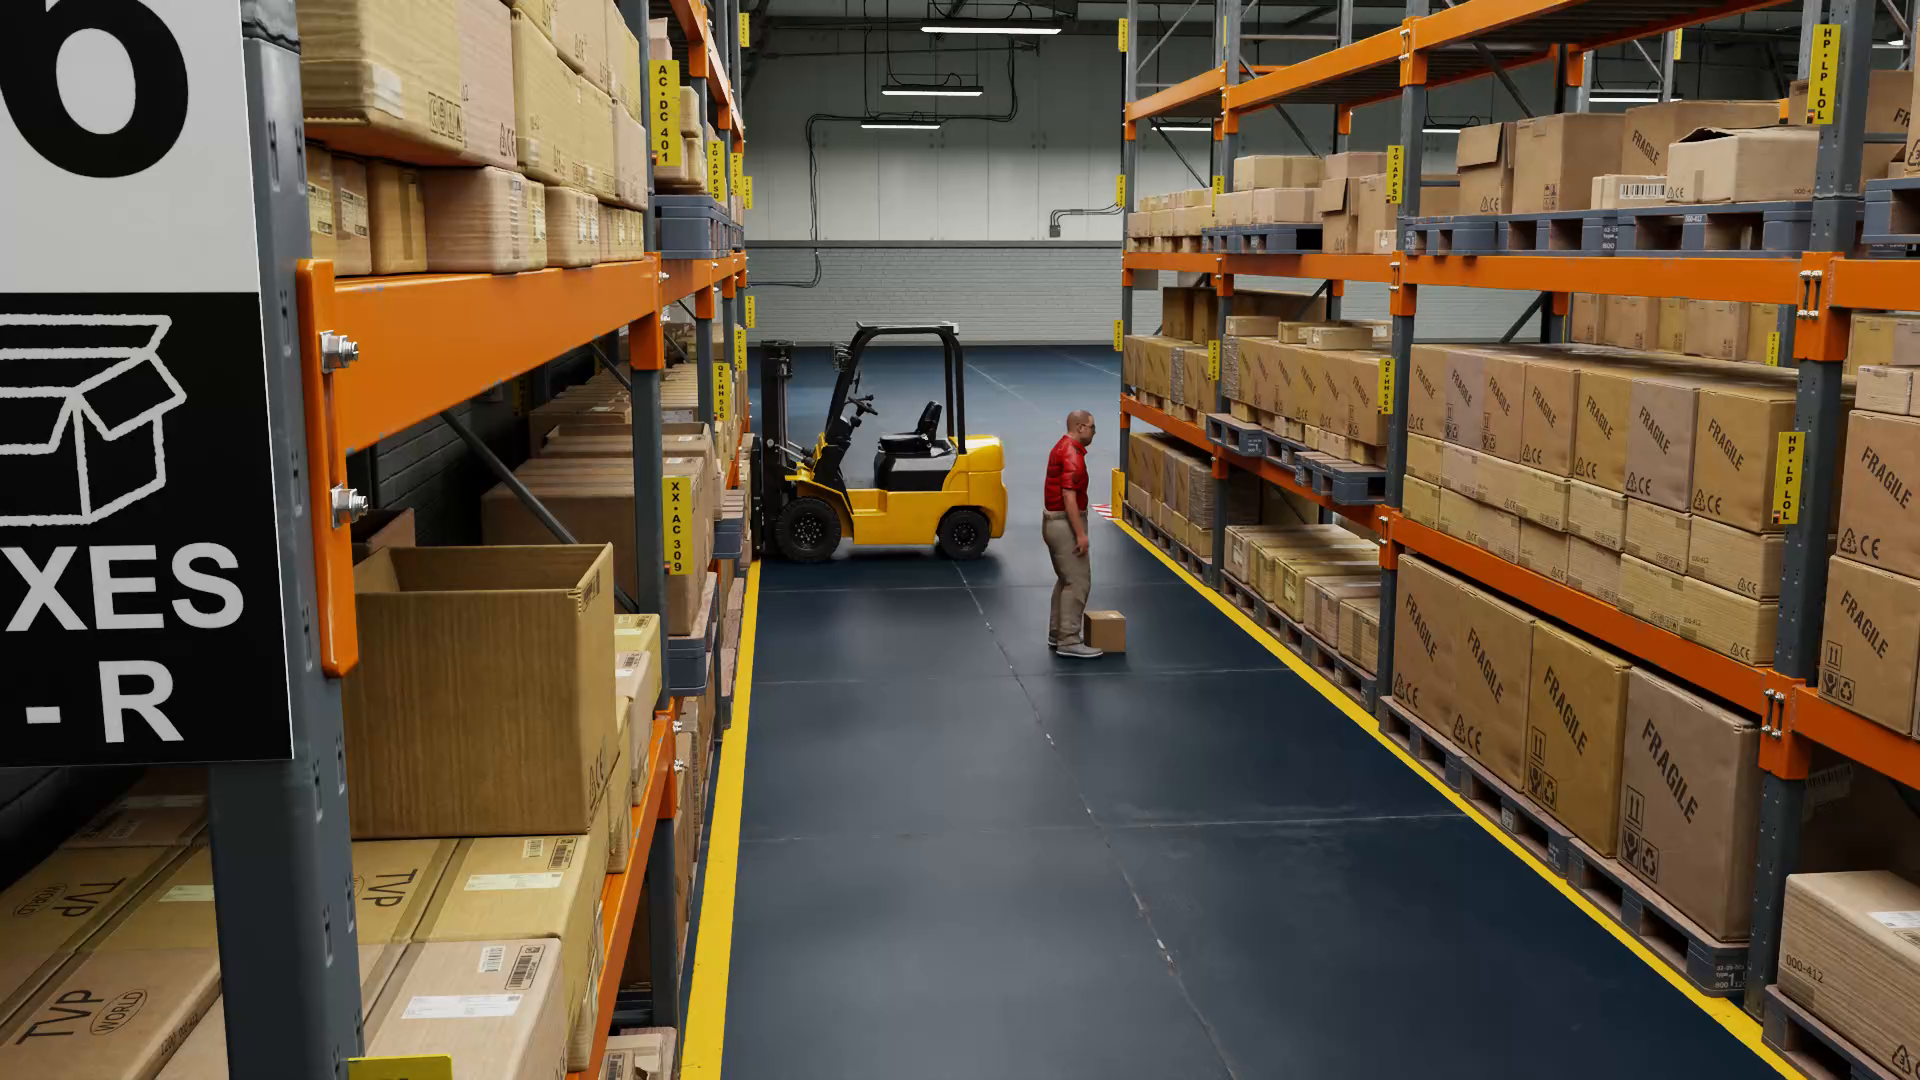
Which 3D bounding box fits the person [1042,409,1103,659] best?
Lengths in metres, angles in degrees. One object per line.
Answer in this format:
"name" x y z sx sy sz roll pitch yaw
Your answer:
"person" 0.789 -0.061 11.790 0.394 1.727 0.587 -1 10 -6
